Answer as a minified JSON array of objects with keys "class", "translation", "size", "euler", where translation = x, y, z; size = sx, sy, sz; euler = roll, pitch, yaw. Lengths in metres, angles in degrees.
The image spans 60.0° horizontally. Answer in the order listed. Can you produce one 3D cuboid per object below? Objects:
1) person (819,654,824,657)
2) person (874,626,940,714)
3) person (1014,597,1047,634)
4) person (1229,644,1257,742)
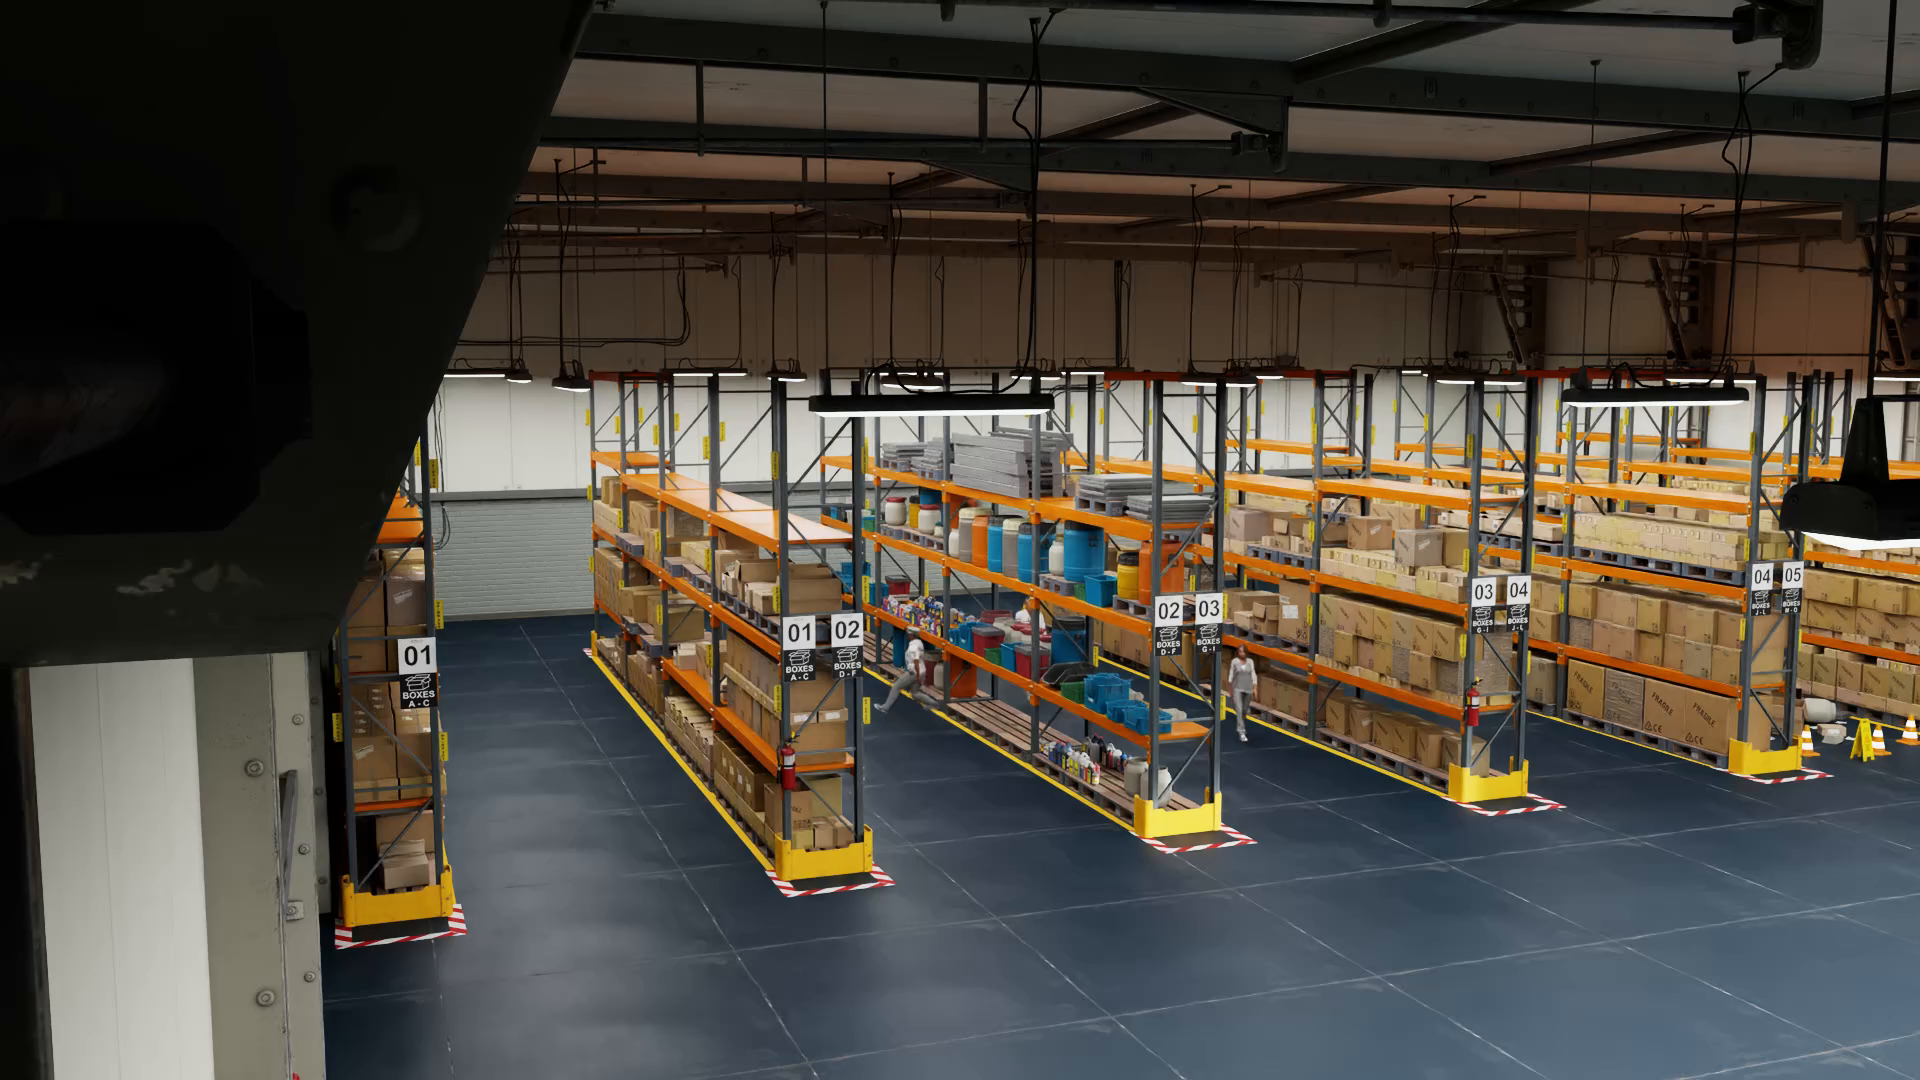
[{"class":"person","translation":[-2.638,2.123,29.675],"size":[0.420,1.492,0.831],"euler":[-3,7,-23]},{"class":"person","translation":[-0.885,2.219,28.419],"size":[1.116,1.514,0.491],"euler":[2,7,20]},{"class":"person","translation":[1.306,1.971,30.741],"size":[0.645,1.453,0.678],"euler":[-2,7,-19]},{"class":"person","translation":[4.667,2.491,27.333],"size":[0.432,1.552,0.903],"euler":[0,6,-4]}]
